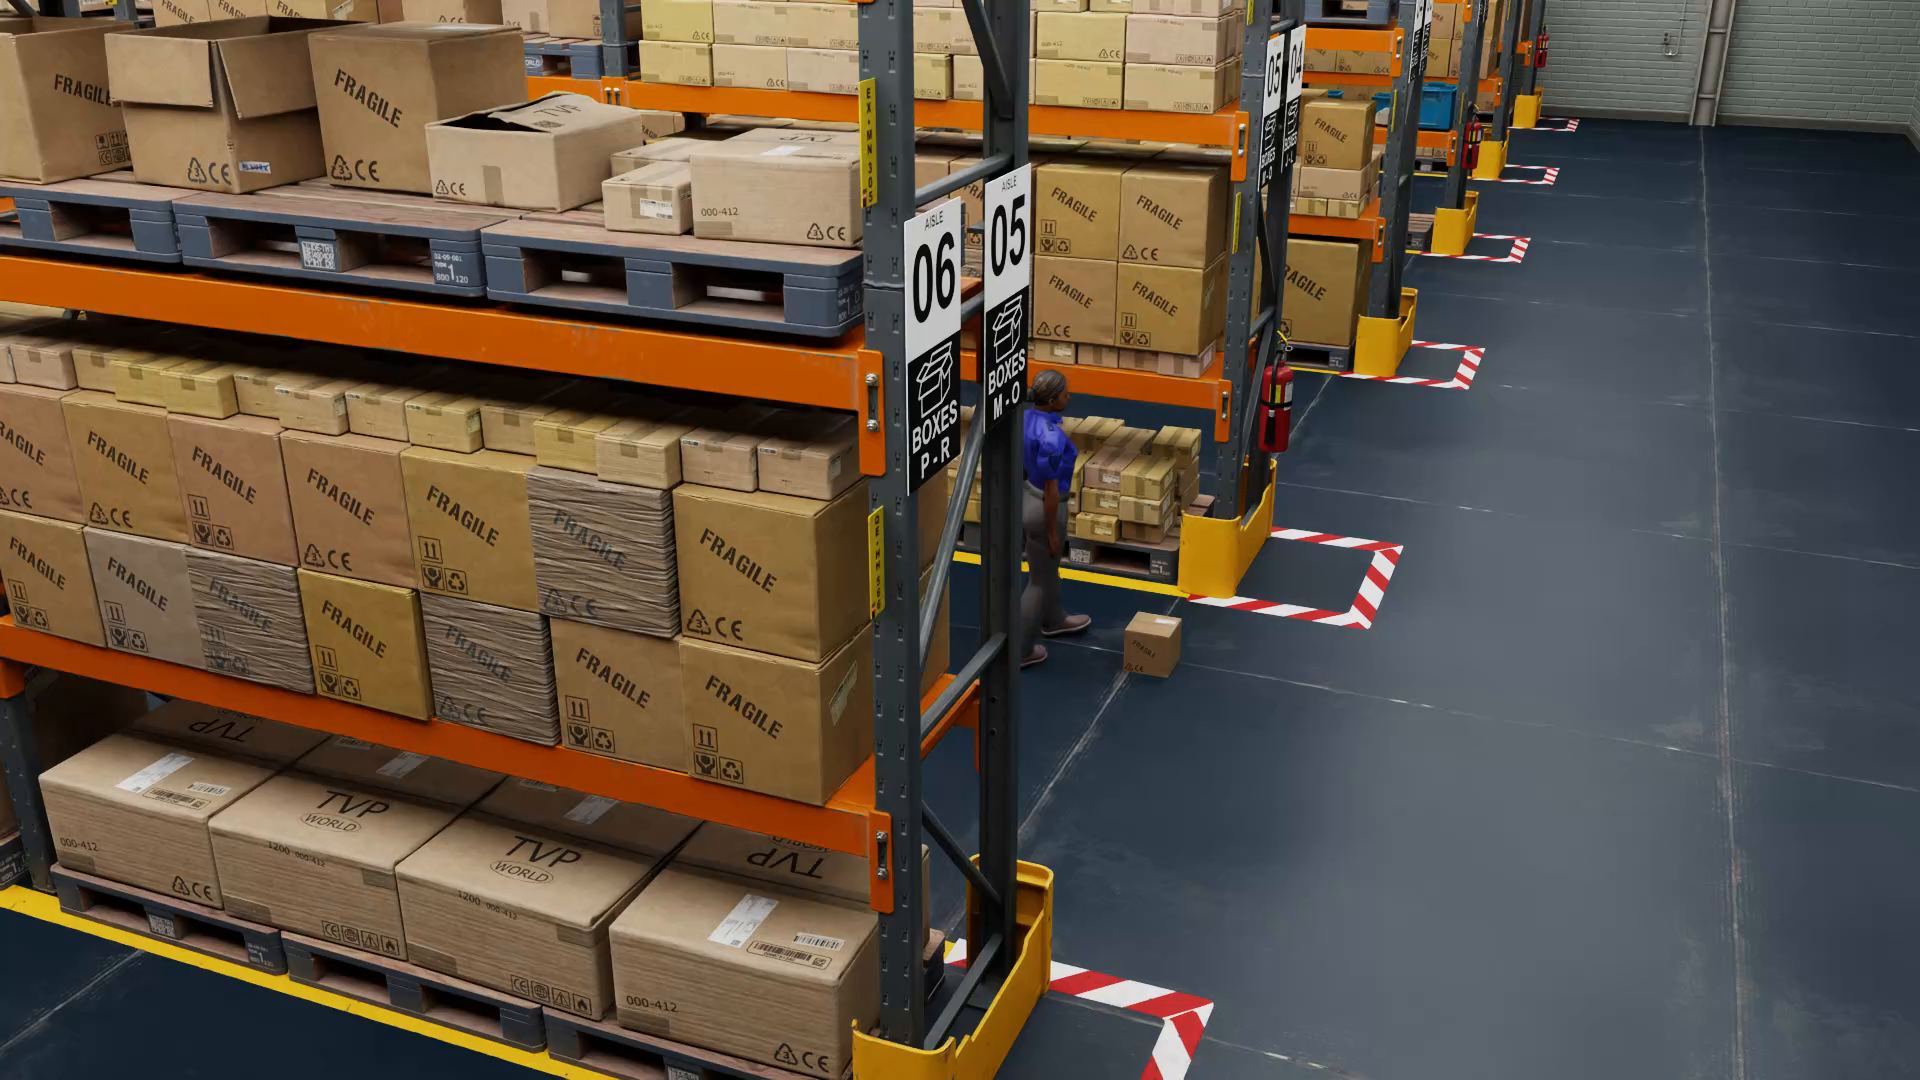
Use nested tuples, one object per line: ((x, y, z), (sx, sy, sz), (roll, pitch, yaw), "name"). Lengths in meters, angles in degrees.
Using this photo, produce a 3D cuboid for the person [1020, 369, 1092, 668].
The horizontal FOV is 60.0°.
((0.515, -0.143, 8.942), (0.624, 1.656, 0.469), (-9, 24, -21), "person")
